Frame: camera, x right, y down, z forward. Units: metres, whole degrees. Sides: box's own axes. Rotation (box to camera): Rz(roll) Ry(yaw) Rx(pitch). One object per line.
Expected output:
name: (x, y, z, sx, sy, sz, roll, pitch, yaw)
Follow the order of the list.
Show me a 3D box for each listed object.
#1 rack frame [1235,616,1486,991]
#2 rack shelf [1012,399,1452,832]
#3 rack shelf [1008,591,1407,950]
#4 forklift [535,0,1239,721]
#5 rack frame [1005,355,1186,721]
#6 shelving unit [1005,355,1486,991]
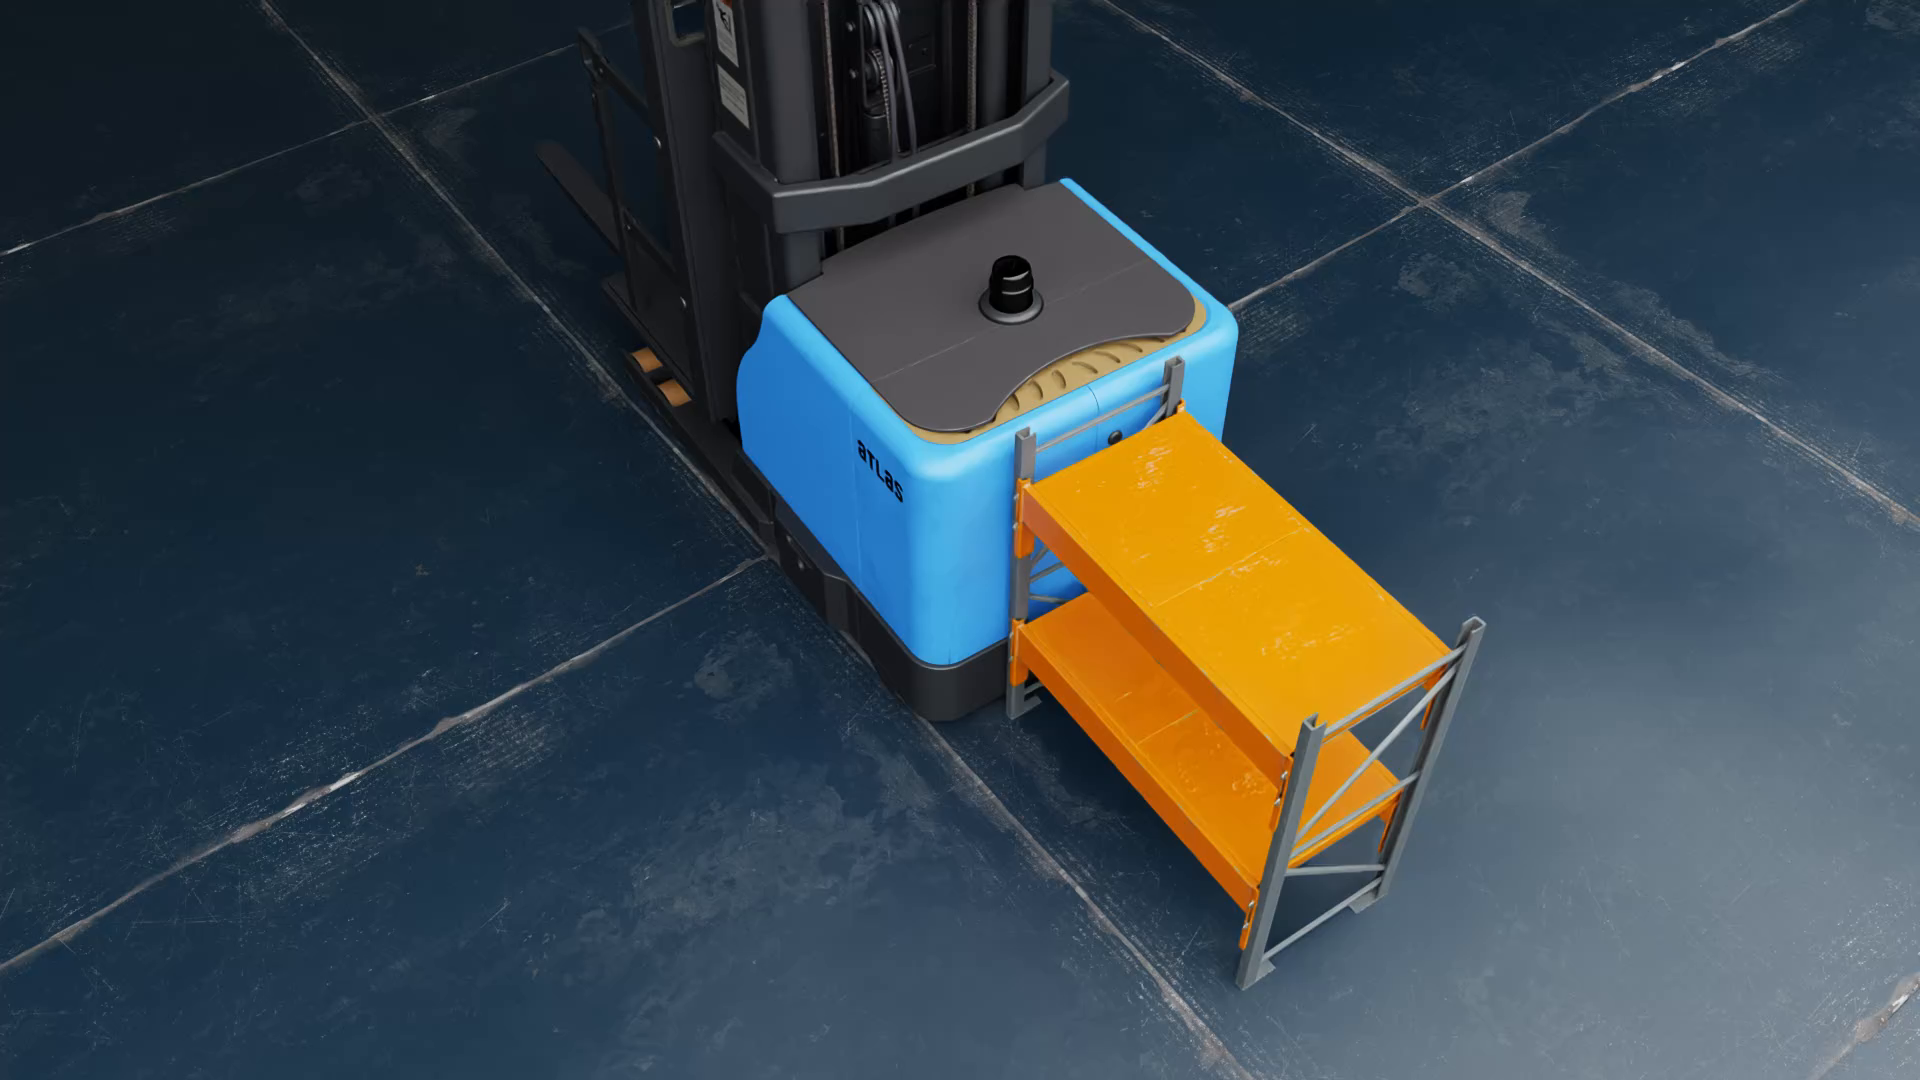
rack frame: (0.914, 0.653, 3.899, 0.500, 1.125, 0.032, -27, 53, -22)
rack shelf: (0.630, 0.144, 3.965, 0.538, 0.278, 1.000, -27, 53, -22)
rack shelf: (0.630, 0.505, 4.363, 0.538, 0.278, 1.000, -27, 53, -22)
forklift: (-0.492, -1.540, 4.668, 1.130, 2.935, 3.031, -27, 53, -22)
rack frame: (0.346, 0.028, 4.465, 0.500, 1.125, 0.032, -27, 53, -22)
shelving unit: (0.630, 0.341, 4.182, 0.538, 1.125, 1.048, -27, 53, -22)
